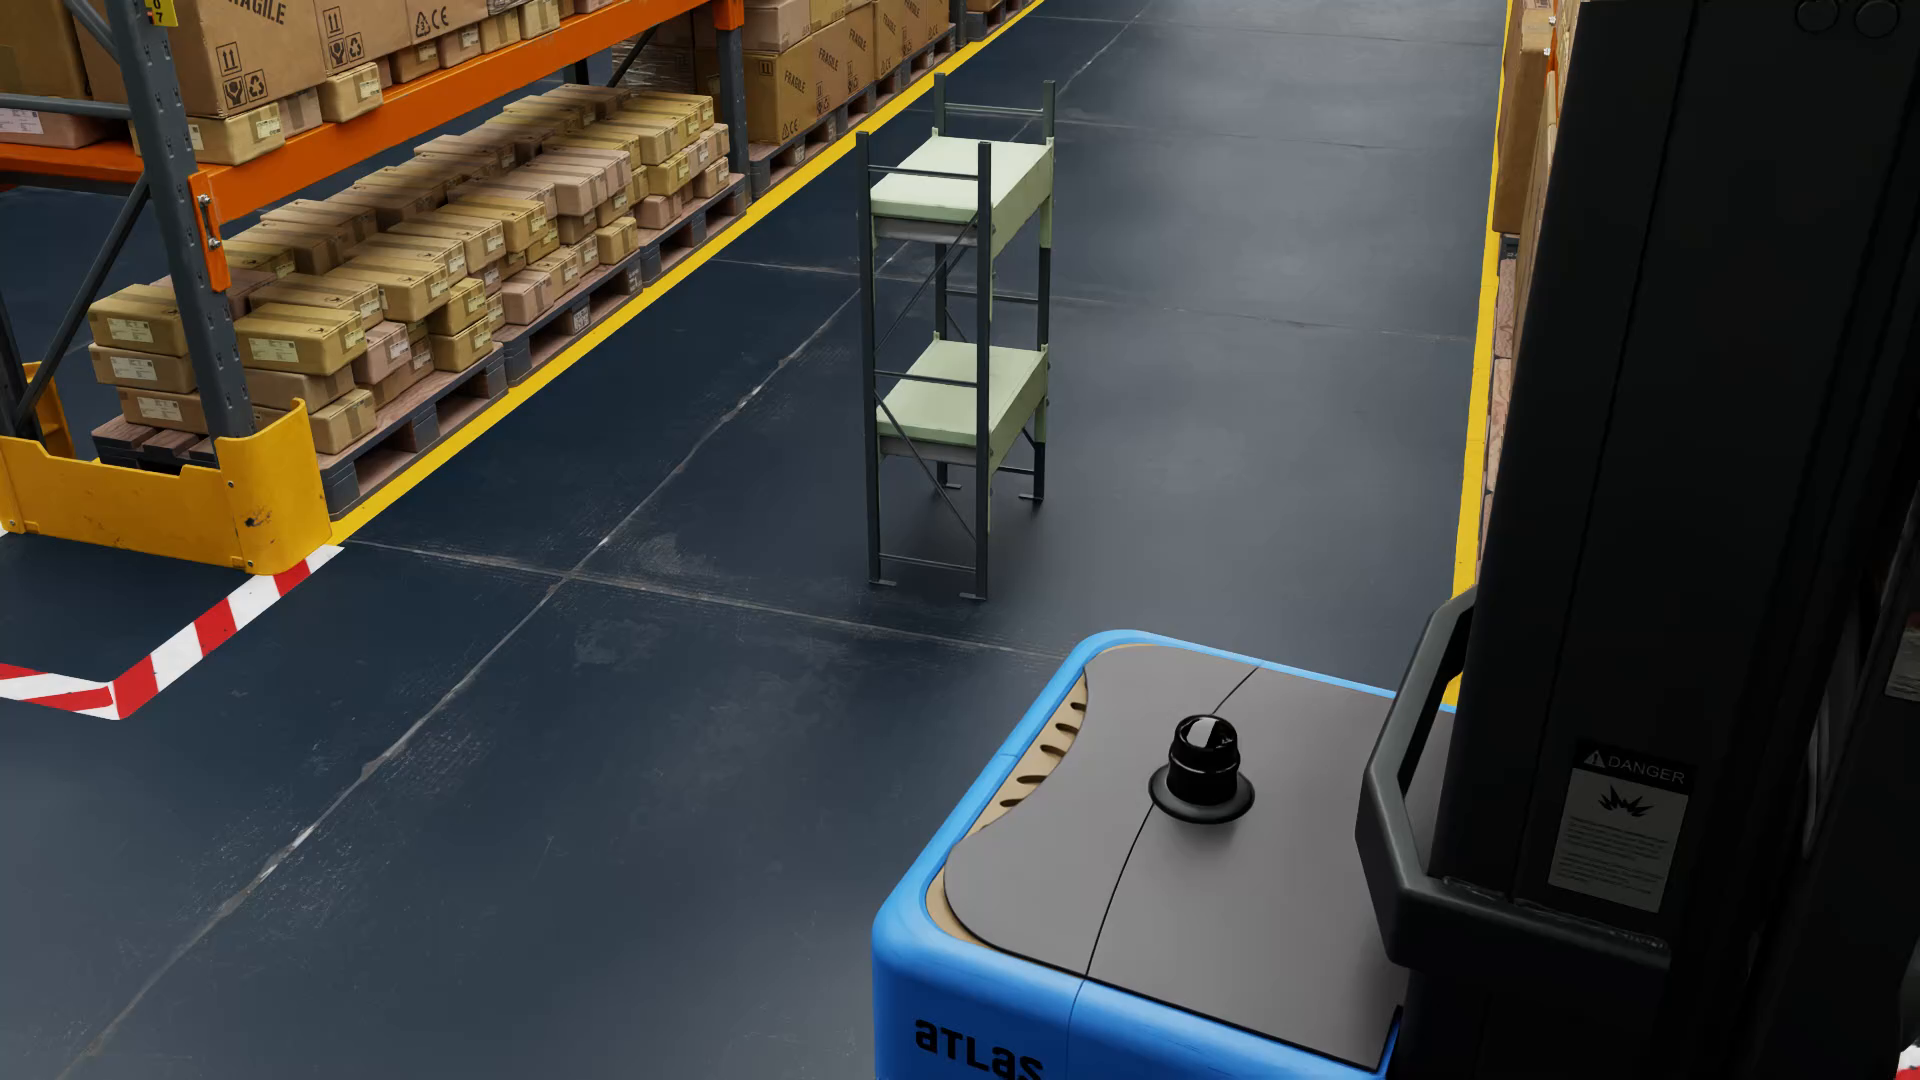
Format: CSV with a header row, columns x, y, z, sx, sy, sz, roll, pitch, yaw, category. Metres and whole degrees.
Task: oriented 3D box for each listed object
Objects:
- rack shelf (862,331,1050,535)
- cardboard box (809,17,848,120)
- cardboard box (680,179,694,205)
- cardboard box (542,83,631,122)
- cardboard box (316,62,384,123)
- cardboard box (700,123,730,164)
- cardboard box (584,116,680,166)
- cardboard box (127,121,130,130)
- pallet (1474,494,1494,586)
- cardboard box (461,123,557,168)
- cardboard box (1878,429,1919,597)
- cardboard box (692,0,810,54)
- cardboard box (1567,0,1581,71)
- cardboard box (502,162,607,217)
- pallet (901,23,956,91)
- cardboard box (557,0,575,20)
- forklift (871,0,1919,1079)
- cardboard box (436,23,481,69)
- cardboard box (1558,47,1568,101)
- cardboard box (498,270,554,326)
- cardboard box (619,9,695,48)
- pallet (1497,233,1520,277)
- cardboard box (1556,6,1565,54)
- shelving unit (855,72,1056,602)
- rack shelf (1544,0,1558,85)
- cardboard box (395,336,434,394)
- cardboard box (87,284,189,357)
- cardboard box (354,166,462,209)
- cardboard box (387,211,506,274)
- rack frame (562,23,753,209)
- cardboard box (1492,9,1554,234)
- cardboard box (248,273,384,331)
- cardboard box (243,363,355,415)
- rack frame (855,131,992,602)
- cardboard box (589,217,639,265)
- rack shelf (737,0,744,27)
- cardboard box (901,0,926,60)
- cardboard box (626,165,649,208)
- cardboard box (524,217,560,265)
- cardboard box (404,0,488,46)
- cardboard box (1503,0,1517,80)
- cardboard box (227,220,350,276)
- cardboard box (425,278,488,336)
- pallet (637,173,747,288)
x,y,z,sx,sy,sz,roll,pitch,yaw,category
0.002,-0.374,5.549,0.431,0.370,0.720,8,30,15,rack shelf
-0.997,-2.813,9.860,0.500,0.500,0.500,10,31,17,cardboard box
-1.567,-1.768,8.343,0.380,0.149,0.250,9,30,16,cardboard box
-1.921,-2.237,8.574,0.380,0.149,0.250,10,31,17,cardboard box
-2.222,-1.547,5.703,0.380,0.149,0.250,8,30,13,cardboard box
-1.410,-2.046,8.537,0.380,0.149,0.250,9,30,16,cardboard box
-1.580,-1.924,8.012,0.380,0.149,0.250,8,30,14,cardboard box
-2.861,-1.503,5.625,0.380,0.149,0.250,8,30,15,cardboard box
2.076,0.280,5.030,1.003,0.211,1.213,8,30,15,pallet
-2.140,-1.868,7.912,0.380,0.149,0.250,8,30,14,cardboard box
2.028,-0.120,4.634,0.875,0.875,0.875,8,30,15,cardboard box
-1.152,-2.894,9.235,0.500,0.250,0.500,7,30,13,cardboard box
2.252,-1.599,5.386,0.500,0.250,0.500,9,30,15,cardboard box
-1.790,-1.548,7.337,0.380,0.149,0.250,7,30,13,cardboard box
-0.678,-3.447,11.730,1.003,0.211,1.213,8,30,15,pallet
-1.865,-2.286,7.031,0.380,0.149,0.250,8,30,14,cardboard box
1.408,0.328,2.145,3.031,2.935,1.130,13,32,22,forklift
-2.074,-1.920,6.374,0.380,0.149,0.250,8,30,14,cardboard box
2.306,-1.613,5.822,0.380,0.149,0.250,9,30,15,cardboard box
-1.951,-1.035,7.025,0.380,0.149,0.250,7,30,12,cardboard box
-1.645,-2.971,9.373,0.500,0.250,0.500,8,30,14,cardboard box
3.245,-1.566,8.348,1.003,0.211,1.213,8,30,15,pallet
2.532,-1.971,6.466,0.380,0.149,0.250,9,30,17,cardboard box
0.002,-0.659,5.391,0.431,1.500,0.755,8,30,15,shelving unit
3.677,-3.030,8.852,1.077,0.370,4.000,8,30,15,rack shelf
-2.271,-0.696,6.417,0.380,0.149,0.250,9,30,15,cardboard box
-2.882,-0.791,5.975,0.380,0.149,0.250,9,30,15,cardboard box
-2.404,-1.514,7.275,0.380,0.149,0.250,9,30,15,cardboard box
-2.071,-1.202,6.714,0.380,0.149,0.250,10,31,17,cardboard box
-1.621,-3.170,8.363,1.000,3.000,0.127,8,30,15,rack frame
3.259,-1.970,7.960,1.225,0.875,0.875,9,30,15,cardboard box
-2.351,-0.849,6.079,0.380,0.149,0.250,9,30,16,cardboard box
-2.396,-0.586,5.912,0.380,0.149,0.250,10,31,17,cardboard box
-0.105,-0.488,5.085,0.400,1.500,0.023,8,30,15,rack frame
-1.715,-1.396,7.674,0.380,0.149,0.250,8,30,15,cardboard box
-1.034,-3.785,10.208,1.077,0.370,4.000,8,30,15,rack shelf
-0.547,-3.536,11.160,0.500,0.500,0.500,10,31,17,cardboard box
-1.707,-1.689,7.895,0.380,0.149,0.250,9,30,15,cardboard box
-1.980,-1.328,7.246,0.380,0.149,0.250,10,31,17,cardboard box
-2.111,-2.132,6.088,0.500,0.500,0.500,9,30,16,cardboard box
4.042,-3.211,10.191,1.225,0.875,0.875,7,30,13,cardboard box
-2.663,-1.149,6.619,0.380,0.149,0.250,7,30,13,cardboard box
-2.096,-0.935,6.540,0.380,0.149,0.250,9,30,16,cardboard box
-1.785,-1.634,8.470,1.003,0.211,1.213,8,30,15,pallet
